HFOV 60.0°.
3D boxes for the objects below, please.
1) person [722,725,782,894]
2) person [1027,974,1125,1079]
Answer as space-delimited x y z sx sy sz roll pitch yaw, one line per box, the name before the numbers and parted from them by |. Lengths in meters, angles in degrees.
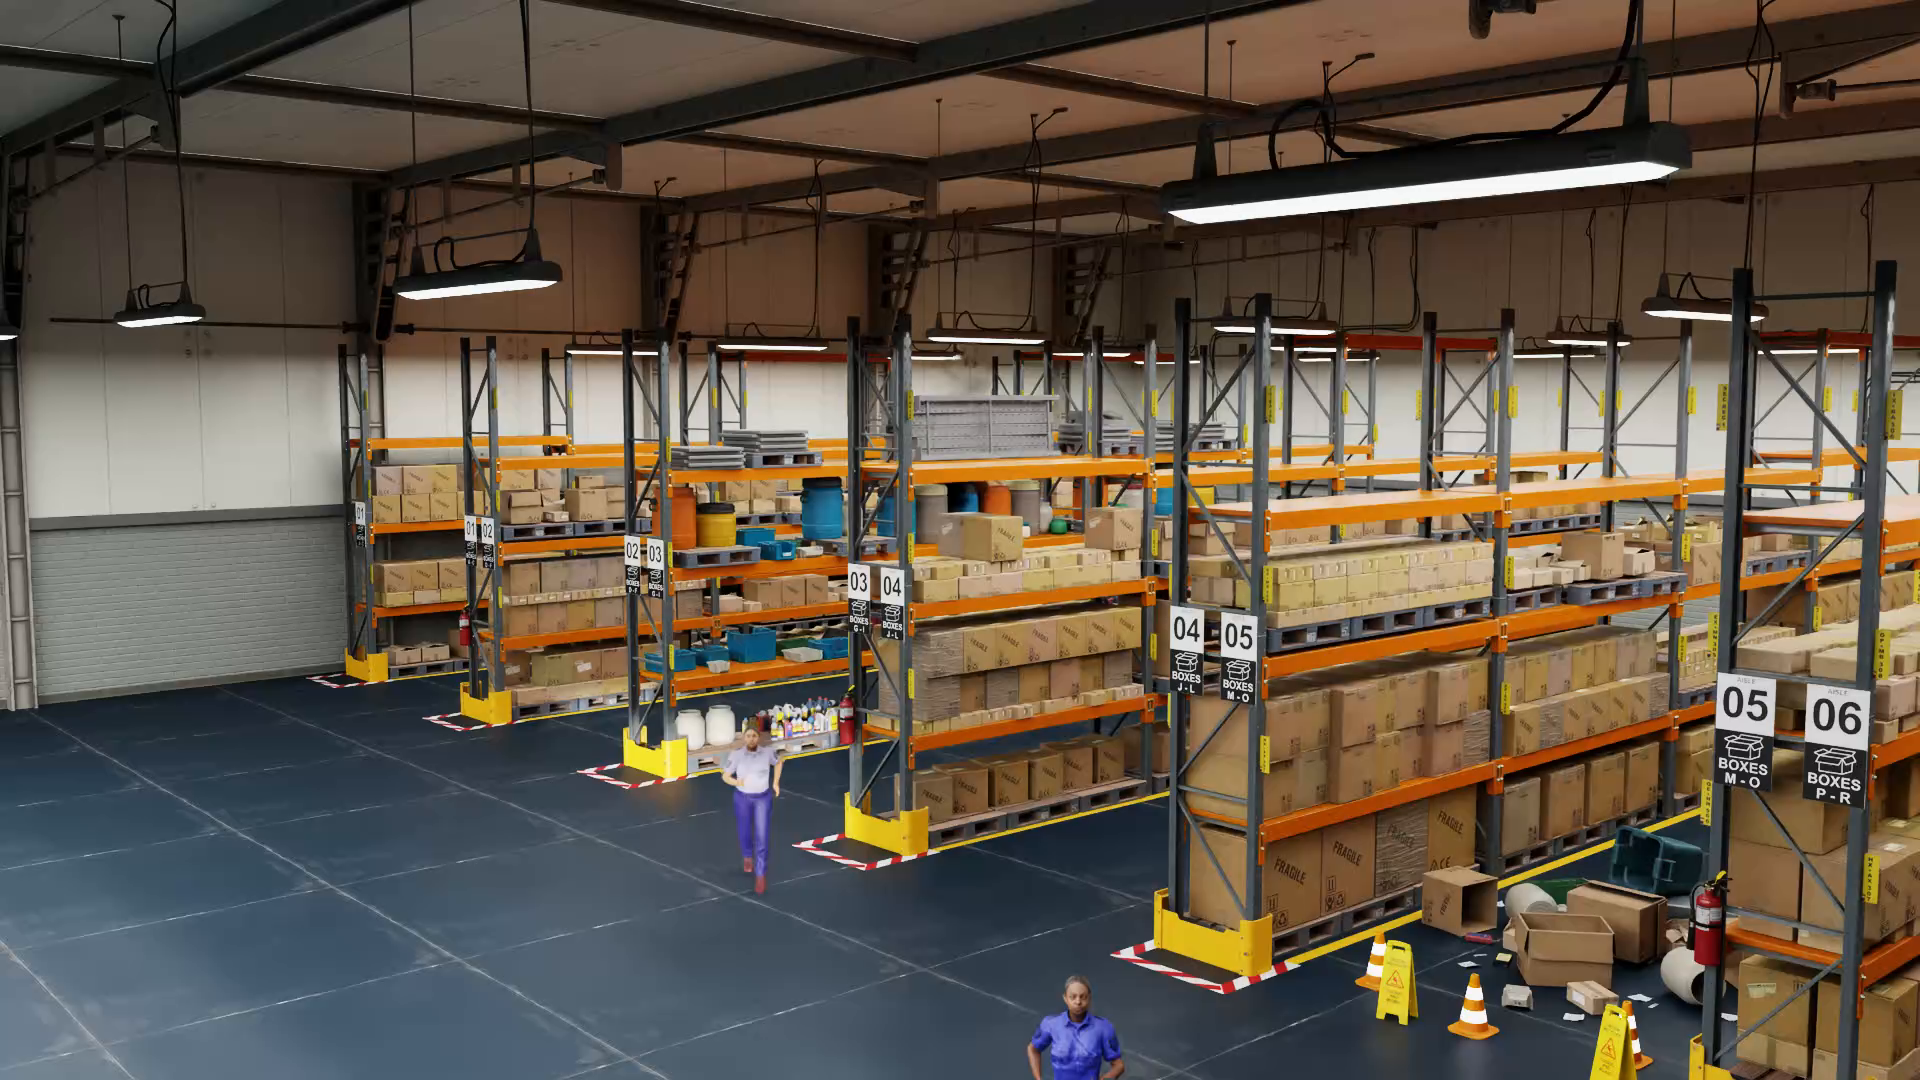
person | -2.178 2.766 17.450 0.615 1.673 0.894 0 5 -4
person | 0.704 3.444 10.121 0.588 1.623 0.851 0 5 1
